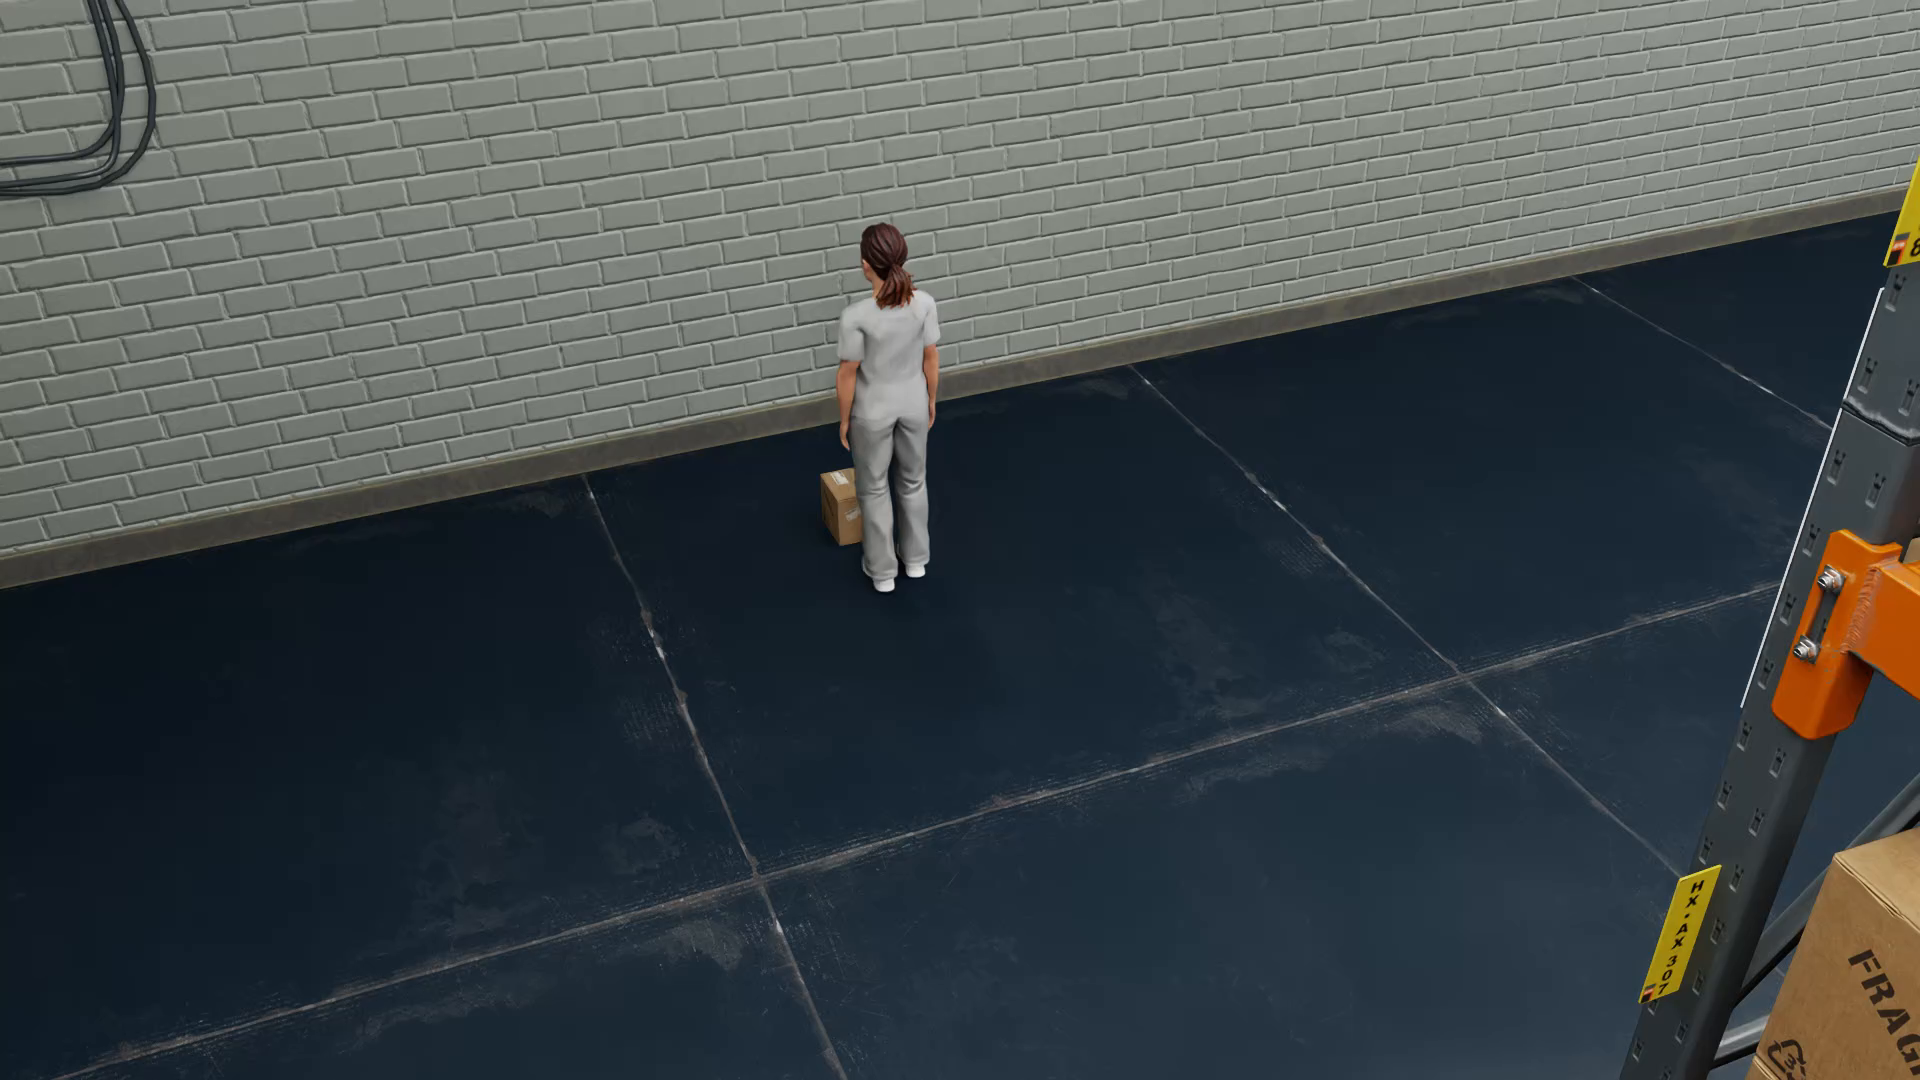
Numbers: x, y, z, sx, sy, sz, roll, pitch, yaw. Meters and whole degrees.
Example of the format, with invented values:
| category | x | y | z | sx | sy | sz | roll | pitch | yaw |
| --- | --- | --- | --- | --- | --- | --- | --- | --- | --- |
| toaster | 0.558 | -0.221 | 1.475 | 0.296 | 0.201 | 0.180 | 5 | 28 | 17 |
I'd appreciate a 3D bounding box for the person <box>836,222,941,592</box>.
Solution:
| category | x | y | z | sx | sy | sz | roll | pitch | yaw |
| --- | --- | --- | --- | --- | --- | --- | --- | --- | --- |
| person | -0.315 | -0.538 | 6.924 | 0.448 | 1.684 | 0.455 | -13 | 36 | -19 |
